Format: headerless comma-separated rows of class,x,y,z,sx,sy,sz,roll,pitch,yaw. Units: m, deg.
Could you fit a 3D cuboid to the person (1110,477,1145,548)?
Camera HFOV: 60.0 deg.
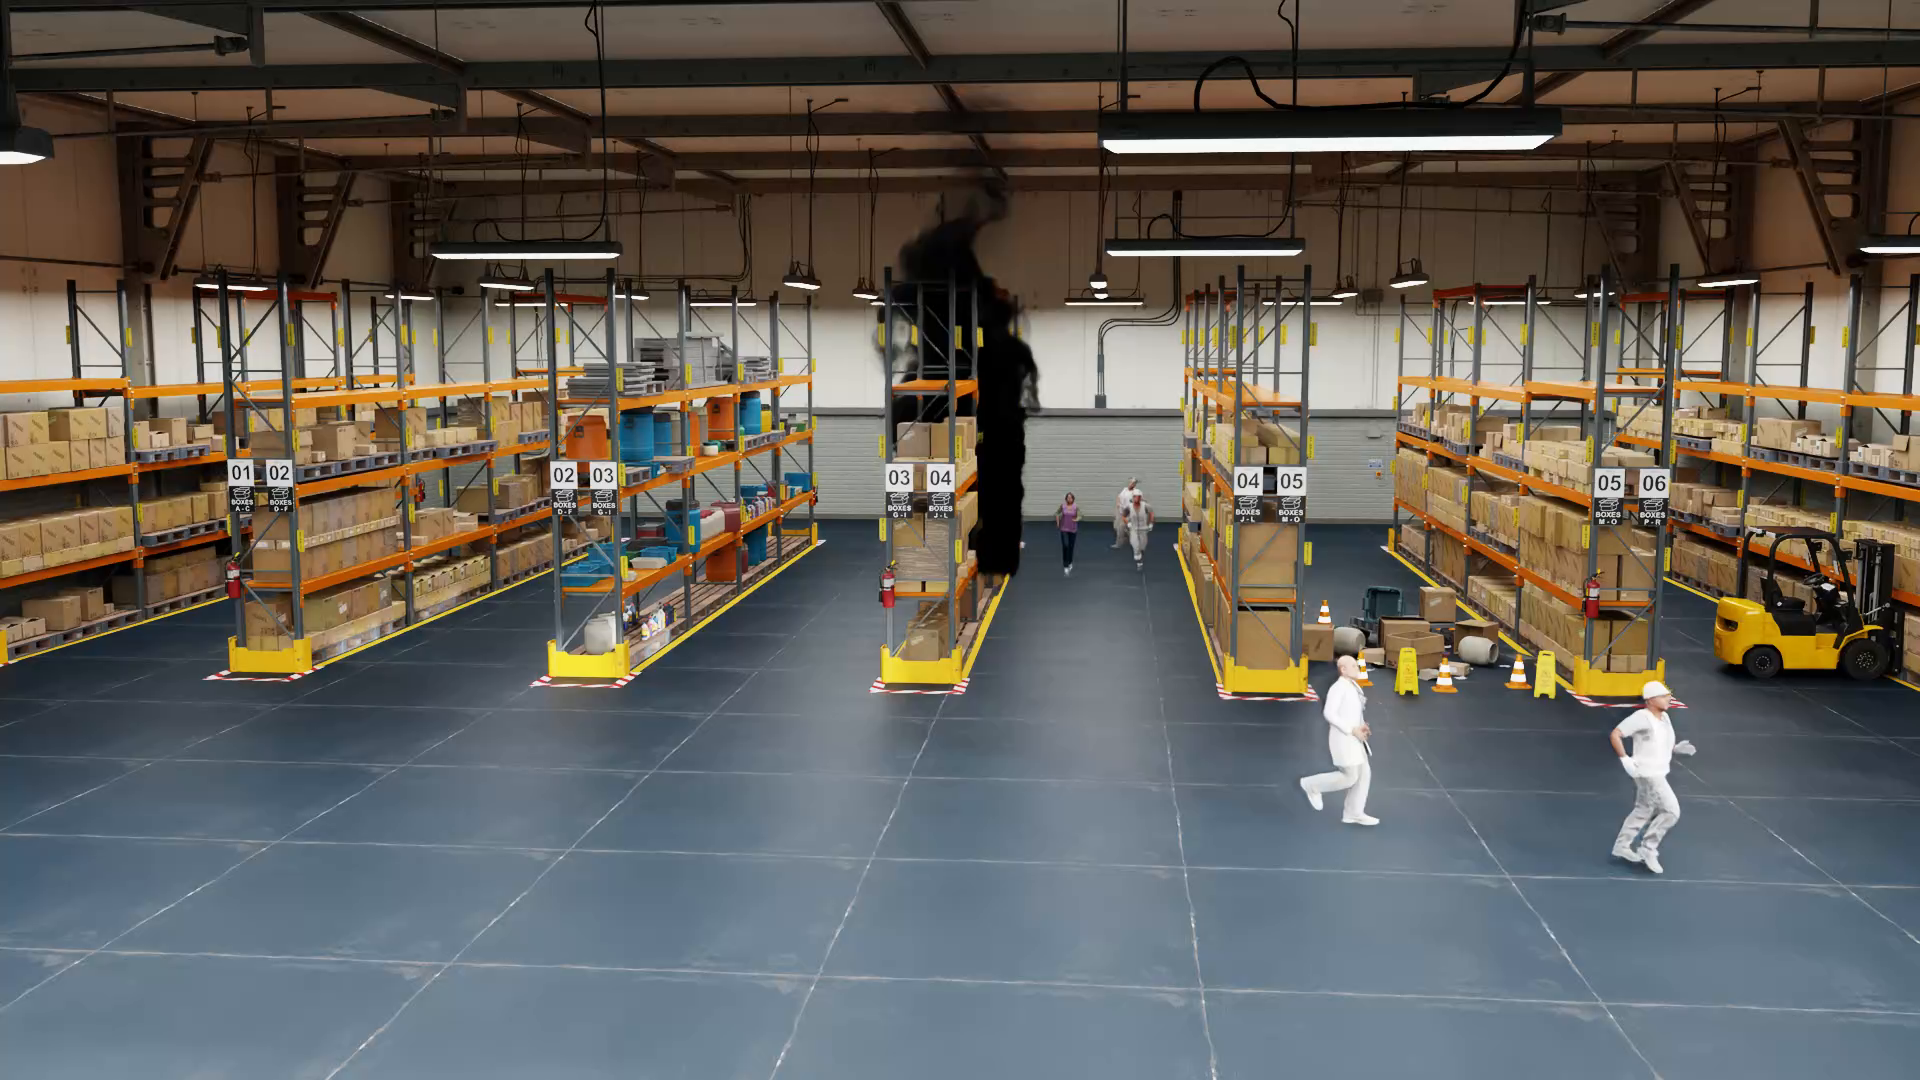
person,3.986,-0.656,39.628,0.713,1.704,0.736,-7,10,-44

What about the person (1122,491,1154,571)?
person,3.851,-0.214,36.052,0.692,1.742,0.729,0,7,0

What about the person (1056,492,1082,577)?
person,2.193,-0.118,33.501,0.498,1.673,0.755,0,7,-3

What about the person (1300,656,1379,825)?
person,3.986,2.056,17.185,0.754,1.743,0.702,4,8,31

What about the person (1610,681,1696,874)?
person,6.541,2.229,15.677,0.702,1.805,0.671,5,9,37
